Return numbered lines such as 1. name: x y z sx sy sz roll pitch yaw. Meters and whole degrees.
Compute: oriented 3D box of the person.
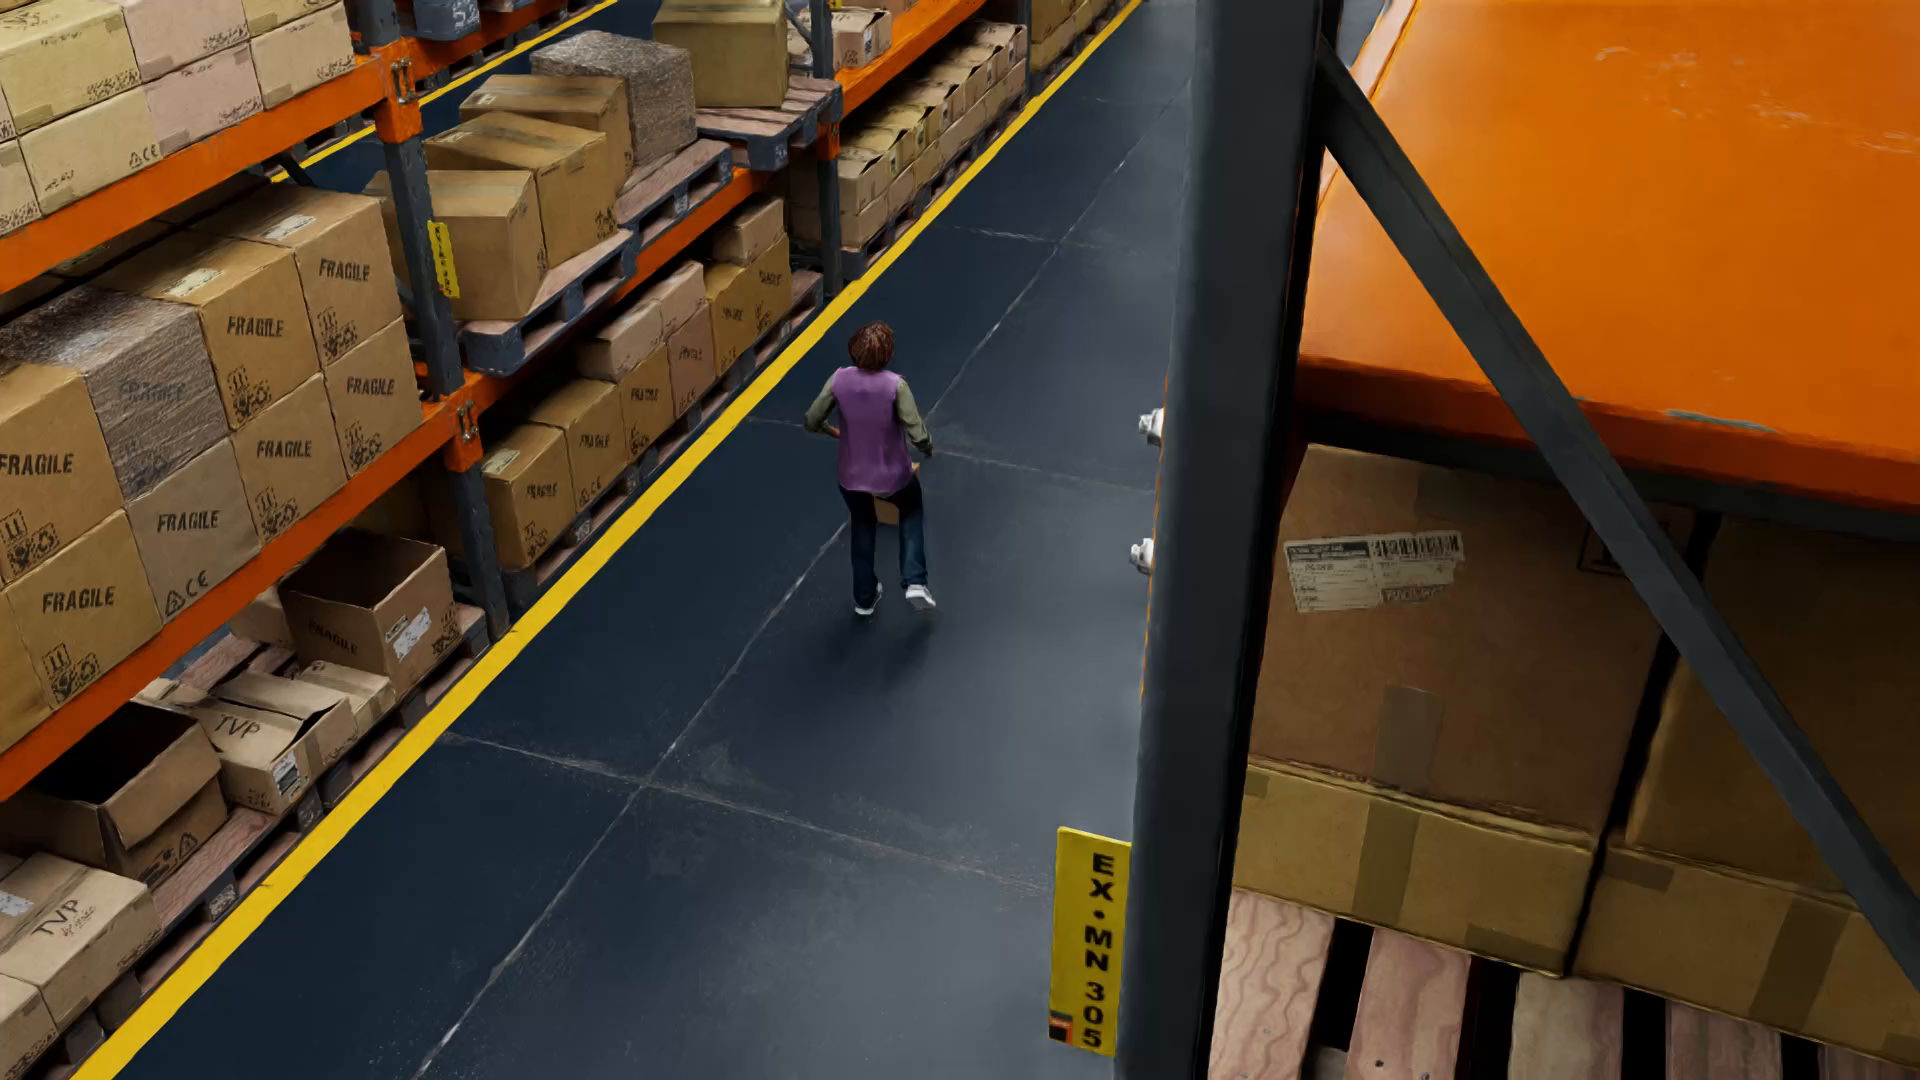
1. person: -0.400 -0.321 7.662 0.602 1.564 0.442 4 34 6
